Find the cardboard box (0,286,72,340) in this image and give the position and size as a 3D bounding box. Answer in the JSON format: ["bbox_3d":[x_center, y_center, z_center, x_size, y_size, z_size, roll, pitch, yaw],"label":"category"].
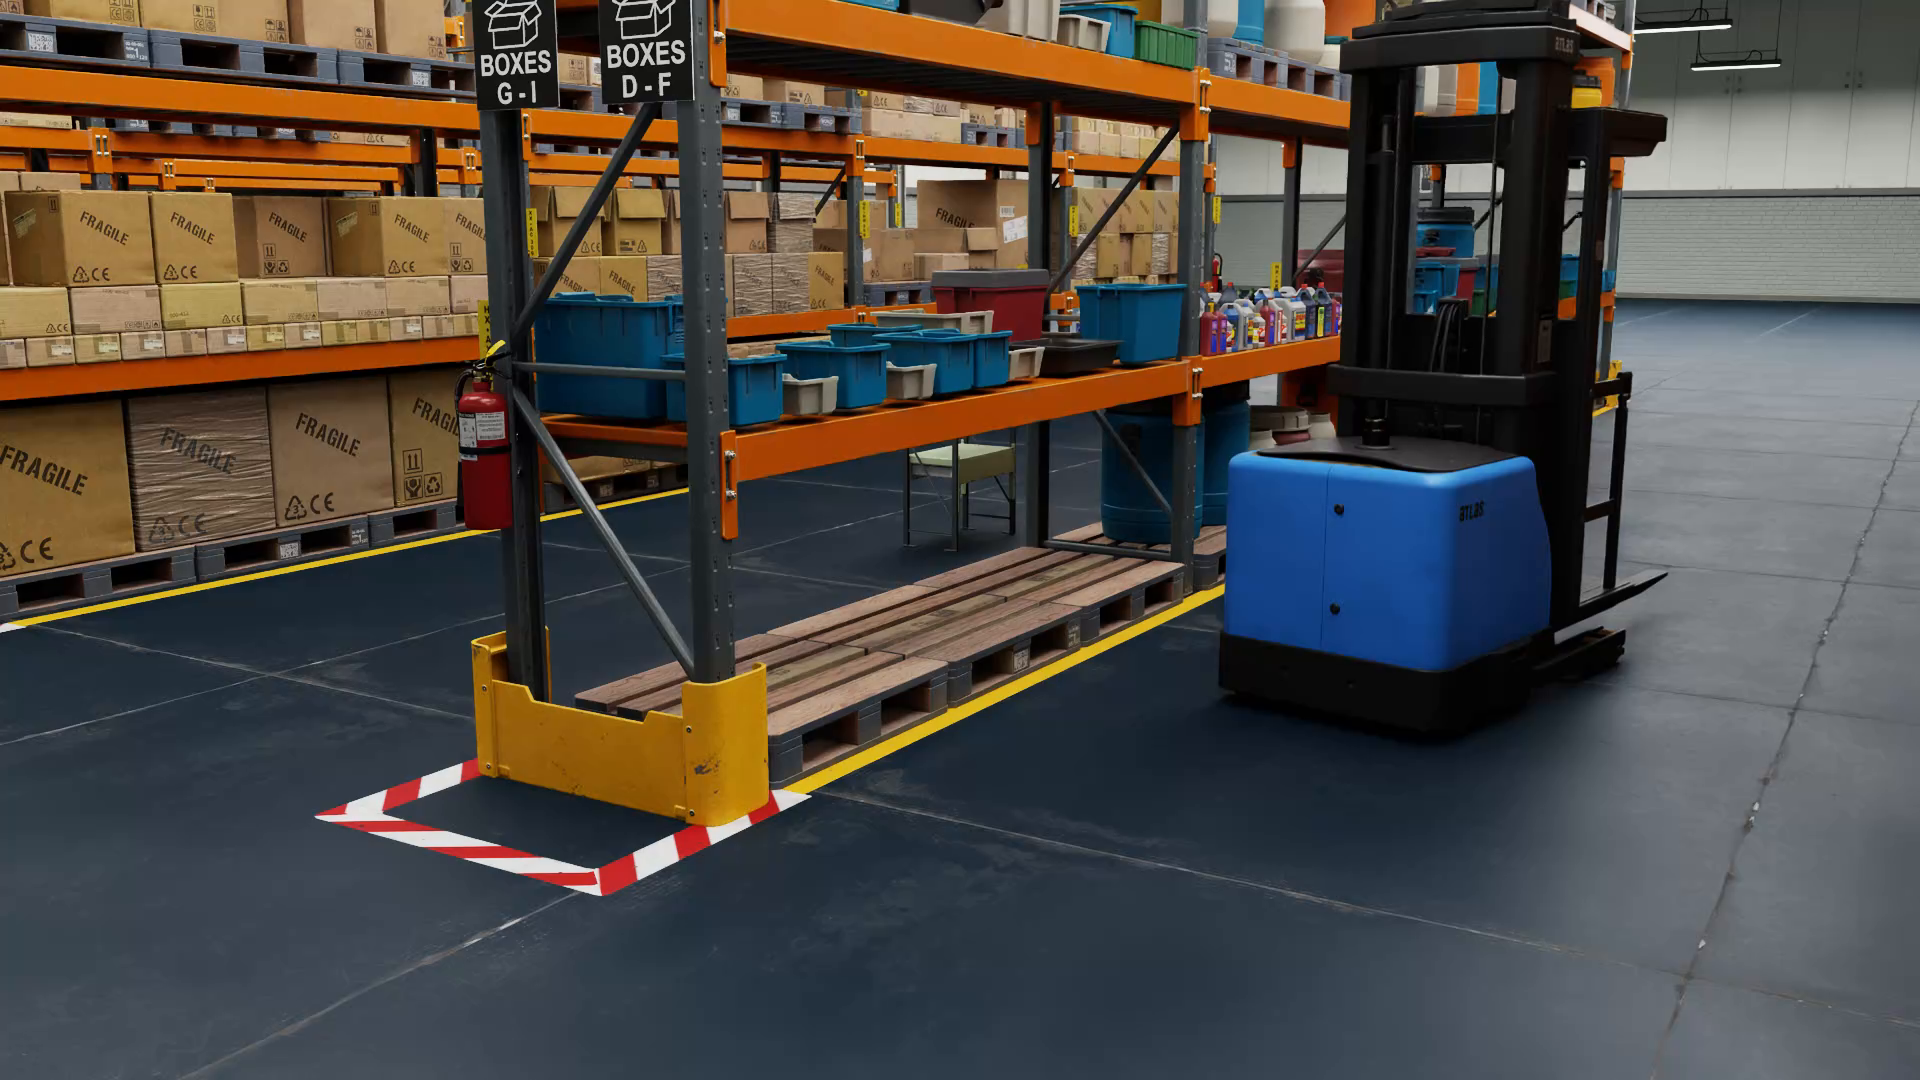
[{"bbox_3d":[-4.993,-1.177,8.602,0.500,0.250,0.500,6,12,29],"label":"cardboard box"}]

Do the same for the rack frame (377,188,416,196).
[{"bbox_3d":[-9.880,-4.991,29.378,1.000,3.000,0.127,6,12,31],"label":"rack frame"}]

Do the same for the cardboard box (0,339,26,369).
[{"bbox_3d":[-5.007,-0.955,8.503,0.380,0.149,0.250,7,12,31],"label":"cardboard box"}]

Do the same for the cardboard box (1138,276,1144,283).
[{"bbox_3d":[1.984,-3.104,19.981,0.380,0.149,0.250,6,12,31],"label":"cardboard box"}]

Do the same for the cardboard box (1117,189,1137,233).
[{"bbox_3d":[1.726,-3.832,19.391,0.500,0.500,0.500,6,12,31],"label":"cardboard box"}]

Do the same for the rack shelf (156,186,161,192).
[{"bbox_3d":[-3.375,-2.427,11.628,20.754,4.106,7.935,6,12,31],"label":"rack shelf"}]

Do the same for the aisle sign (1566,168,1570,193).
[{"bbox_3d":[6.854,-4.415,19.234,0.394,0.787,0.004,6,12,31],"label":"aisle sign"}]

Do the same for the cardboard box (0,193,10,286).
[{"bbox_3d":[-5.445,-1.597,8.811,0.500,0.500,0.500,7,12,31],"label":"cardboard box"}]

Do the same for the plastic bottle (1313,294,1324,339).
[{"bbox_3d":[2.309,-1.448,10.769,0.061,0.283,0.133,6,12,31],"label":"plastic bottle"}]

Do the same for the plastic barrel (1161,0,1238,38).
[{"bbox_3d":[1.324,-3.017,9.170,0.433,0.535,0.433,0,11,0],"label":"plastic barrel"}]

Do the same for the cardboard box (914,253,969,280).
[{"bbox_3d":[-0.253,-2.687,16.336,0.500,0.250,0.500,6,12,29],"label":"cardboard box"}]

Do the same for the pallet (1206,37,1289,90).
[{"bbox_3d":[1.160,-2.725,9.632,1.213,0.211,1.003,6,12,31],"label":"pallet"}]

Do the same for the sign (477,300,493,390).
[{"bbox_3d":[-1.719,-0.712,6.075,0.100,0.325,0.005,6,12,31],"label":"sign"}]

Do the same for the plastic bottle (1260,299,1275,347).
[{"bbox_3d":[1.853,-1.310,10.030,0.061,0.283,0.133,6,12,31],"label":"plastic bottle"}]

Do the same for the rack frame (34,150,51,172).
[{"bbox_3d":[-7.580,-2.173,14.325,0.949,2.616,0.053,6,12,31],"label":"rack frame"}]

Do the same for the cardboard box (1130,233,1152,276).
[{"bbox_3d":[1.801,-3.440,20.013,0.875,0.500,0.500,6,12,31],"label":"cardboard box"}]

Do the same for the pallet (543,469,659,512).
[{"bbox_3d":[-3.060,-0.442,12.654,1.003,0.211,1.213,6,12,31],"label":"pallet"}]

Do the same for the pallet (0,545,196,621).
[{"bbox_3d":[-5.125,0.183,9.318,1.003,0.211,1.213,6,12,31],"label":"pallet"}]

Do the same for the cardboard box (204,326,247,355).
[{"bbox_3d":[-4.341,-1.158,9.584,0.380,0.149,0.250,6,12,30],"label":"cardboard box"}]

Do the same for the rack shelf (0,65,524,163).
[{"bbox_3d":[-4.435,-2.490,9.820,1.077,0.370,4.000,6,12,31],"label":"rack shelf"}]

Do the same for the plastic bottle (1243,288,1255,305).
[{"bbox_3d":[2.064,-1.656,11.877,0.061,0.283,0.133,6,12,31],"label":"plastic bottle"}]

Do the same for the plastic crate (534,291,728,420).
[{"bbox_3d":[-1.226,-0.699,6.190,0.616,0.435,0.499,6,12,31],"label":"plastic crate"}]

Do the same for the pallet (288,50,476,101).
[{"bbox_3d":[-3.830,-2.987,10.760,1.003,0.211,1.213,6,12,31],"label":"pallet"}]

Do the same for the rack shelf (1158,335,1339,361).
[{"bbox_3d":[1.875,-1.267,10.911,0.919,0.124,3.809,6,12,31],"label":"rack shelf"}]

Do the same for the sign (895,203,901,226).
[{"bbox_3d":[-0.896,-4.692,23.990,0.100,0.325,0.005,6,12,31],"label":"sign"}]

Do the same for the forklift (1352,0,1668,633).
[{"bbox_3d":[2.471,-0.887,7.641,1.121,2.935,3.031,9,14,41],"label":"forklift"}]

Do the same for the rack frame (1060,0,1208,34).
[{"bbox_3d":[0.837,-4.159,8.631,1.000,3.000,0.127,6,12,31],"label":"rack frame"}]

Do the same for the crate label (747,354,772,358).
[{"bbox_3d":[-0.685,-0.717,7.101,0.396,0.136,0.243,6,12,31],"label":"crate label"}]

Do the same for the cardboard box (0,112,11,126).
[{"bbox_3d":[-7.876,-3.394,13.100,0.500,0.250,0.500,6,12,31],"label":"cardboard box"}]

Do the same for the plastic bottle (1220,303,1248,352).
[{"bbox_3d":[1.593,-1.243,9.696,0.152,0.276,0.135,6,12,31],"label":"plastic bottle"}]

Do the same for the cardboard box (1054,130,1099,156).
[{"bbox_3d":[1.209,-4.389,18.416,0.500,0.250,0.500,6,12,28],"label":"cardboard box"}]

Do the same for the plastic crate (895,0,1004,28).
[{"bbox_3d":[-0.212,-2.239,6.695,0.504,0.338,0.767,6,12,31],"label":"plastic crate"}]

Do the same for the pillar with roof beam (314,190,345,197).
[{"bbox_3d":[-7.333,-7.505,26.504,9.100,9.000,0.400,6,12,31],"label":"pillar with roof beam"}]

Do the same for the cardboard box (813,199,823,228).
[{"bbox_3d":[-2.356,-4.344,22.580,0.875,0.550,0.500,6,12,31],"label":"cardboard box"}]

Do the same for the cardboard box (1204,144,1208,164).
[{"bbox_3d":[2.800,-4.871,20.994,0.500,0.250,0.500,7,13,32],"label":"cardboard box"}]

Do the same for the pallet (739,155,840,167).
[{"bbox_3d":[-2.362,-5.181,22.482,1.003,0.211,1.213,6,12,31],"label":"pallet"}]

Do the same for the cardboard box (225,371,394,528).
[{"bbox_3d":[-4.275,-0.608,10.597,0.875,0.875,0.875,6,12,31],"label":"cardboard box"}]

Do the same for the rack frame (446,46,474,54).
[{"bbox_3d":[-3.399,-4.633,11.160,0.949,2.616,0.053,6,12,31],"label":"rack frame"}]

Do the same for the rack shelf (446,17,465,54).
[{"bbox_3d":[-4.468,-5.516,18.918,1.077,0.370,4.000,6,12,31],"label":"rack shelf"}]

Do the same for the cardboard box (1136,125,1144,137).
[{"bbox_3d":[1.938,-4.813,19.596,0.380,0.149,0.250,7,13,32],"label":"cardboard box"}]

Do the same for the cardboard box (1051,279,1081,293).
[{"bbox_3d":[1.126,-2.823,18.481,0.380,0.149,0.250,6,12,31],"label":"cardboard box"}]

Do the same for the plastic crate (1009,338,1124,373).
[{"bbox_3d":[5.660,-0.959,7.056,10.364,0.629,4.185,6,12,31],"label":"plastic crate"}]

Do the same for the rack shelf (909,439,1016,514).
[{"bbox_3d":[0.003,-0.418,10.796,0.431,0.370,0.720,6,12,31],"label":"rack shelf"}]

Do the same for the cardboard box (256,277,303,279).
[{"bbox_3d":[-4.391,-1.547,10.582,0.500,0.250,0.500,7,13,32],"label":"cardboard box"}]

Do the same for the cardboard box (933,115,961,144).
[{"bbox_3d":[-0.333,-3.925,15.941,0.500,0.250,0.500,7,13,32],"label":"cardboard box"}]

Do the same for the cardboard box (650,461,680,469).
[{"bbox_3d":[-2.618,-1.089,13.166,1.225,0.875,0.875,6,12,29],"label":"cardboard box"}]

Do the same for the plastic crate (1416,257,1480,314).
[{"bbox_3d":[4.014,-2.096,13.738,0.402,0.464,0.583,6,12,31],"label":"plastic crate"}]

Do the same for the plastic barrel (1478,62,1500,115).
[{"bbox_3d":[4.232,-3.883,13.944,0.600,0.901,0.708,6,12,31],"label":"plastic barrel"}]

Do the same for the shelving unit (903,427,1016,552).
[{"bbox_3d":[0.003,-0.738,10.736,0.431,1.500,0.755,6,12,31],"label":"shelving unit"}]

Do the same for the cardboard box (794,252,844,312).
[{"bbox_3d":[-1.364,-2.261,14.520,0.500,0.500,0.500,7,13,32],"label":"cardboard box"}]

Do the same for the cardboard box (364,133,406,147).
[{"bbox_3d":[-5.834,-4.132,16.365,0.500,0.500,0.500,6,12,31],"label":"cardboard box"}]

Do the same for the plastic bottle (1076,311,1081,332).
[{"bbox_3d":[0.765,-1.242,9.690,0.152,0.276,0.135,6,12,31],"label":"plastic bottle"}]
